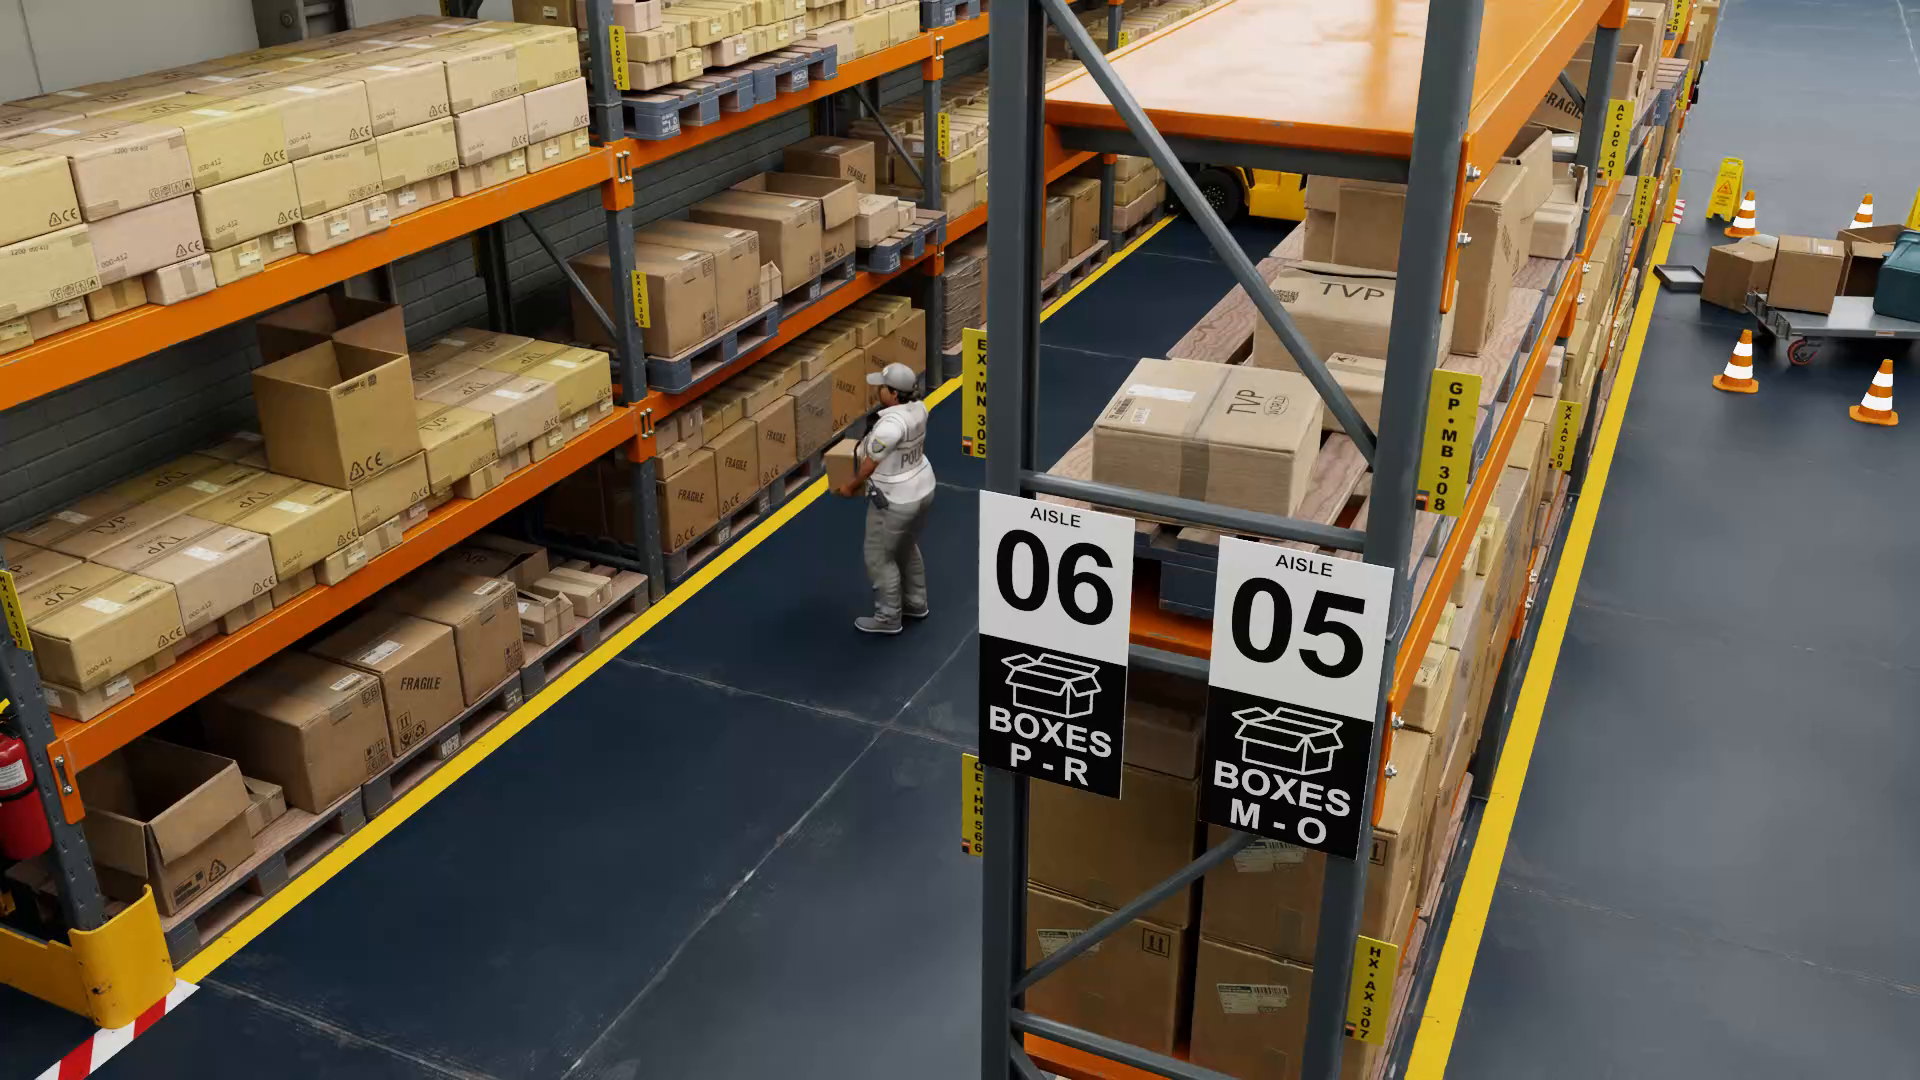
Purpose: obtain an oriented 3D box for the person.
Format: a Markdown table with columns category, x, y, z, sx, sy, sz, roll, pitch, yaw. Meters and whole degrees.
| category | x | y | z | sx | sy | sz | roll | pitch | yaw |
| --- | --- | --- | --- | --- | --- | --- | --- | --- | --- |
| person | -0.428 | -0.249 | 9.626 | 0.540 | 1.663 | 0.452 | 11 | 28 | 22 |
